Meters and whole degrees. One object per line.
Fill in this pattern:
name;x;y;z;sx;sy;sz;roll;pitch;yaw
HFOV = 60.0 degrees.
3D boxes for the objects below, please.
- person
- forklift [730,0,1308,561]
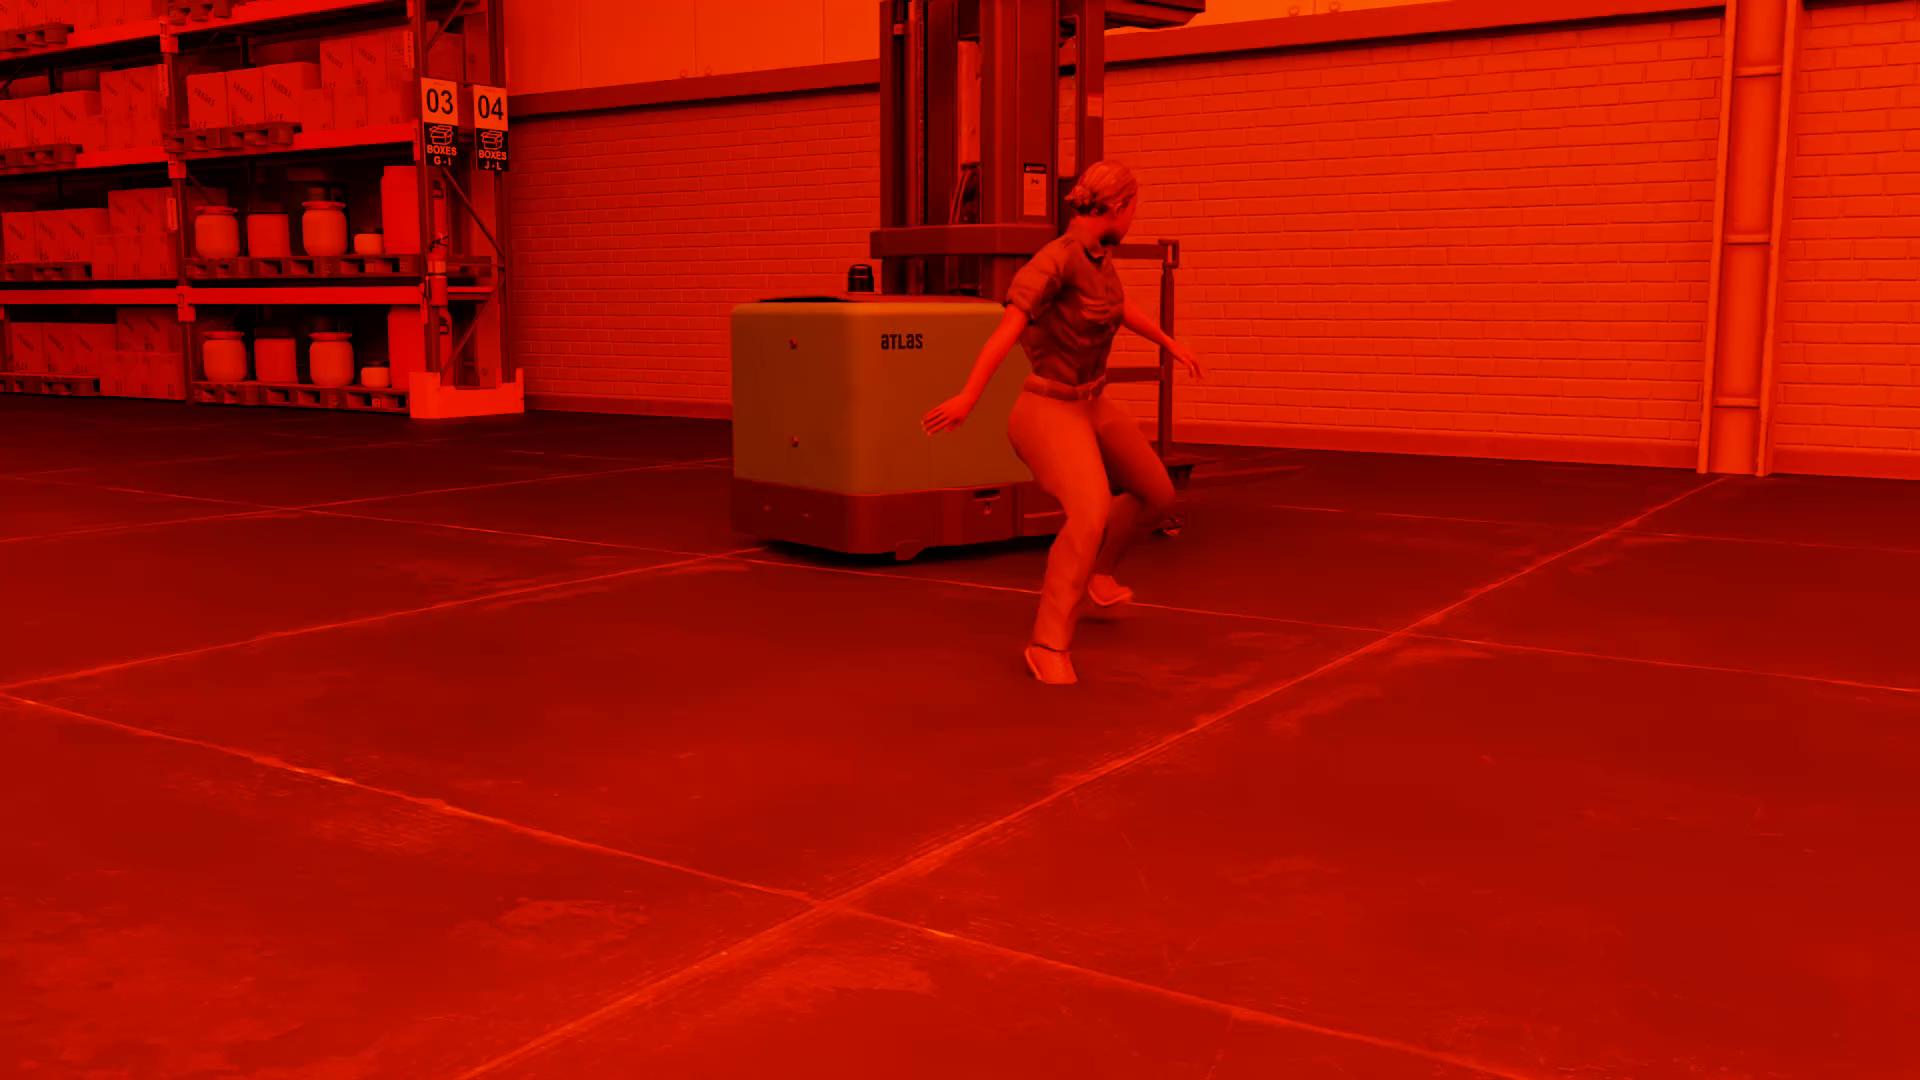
person;0.341;-0.351;5.068;0.525;1.580;1.104;5;9;30
forklift;0.435;-1.509;7.804;3.031;2.935;1.130;-7;10;-39
